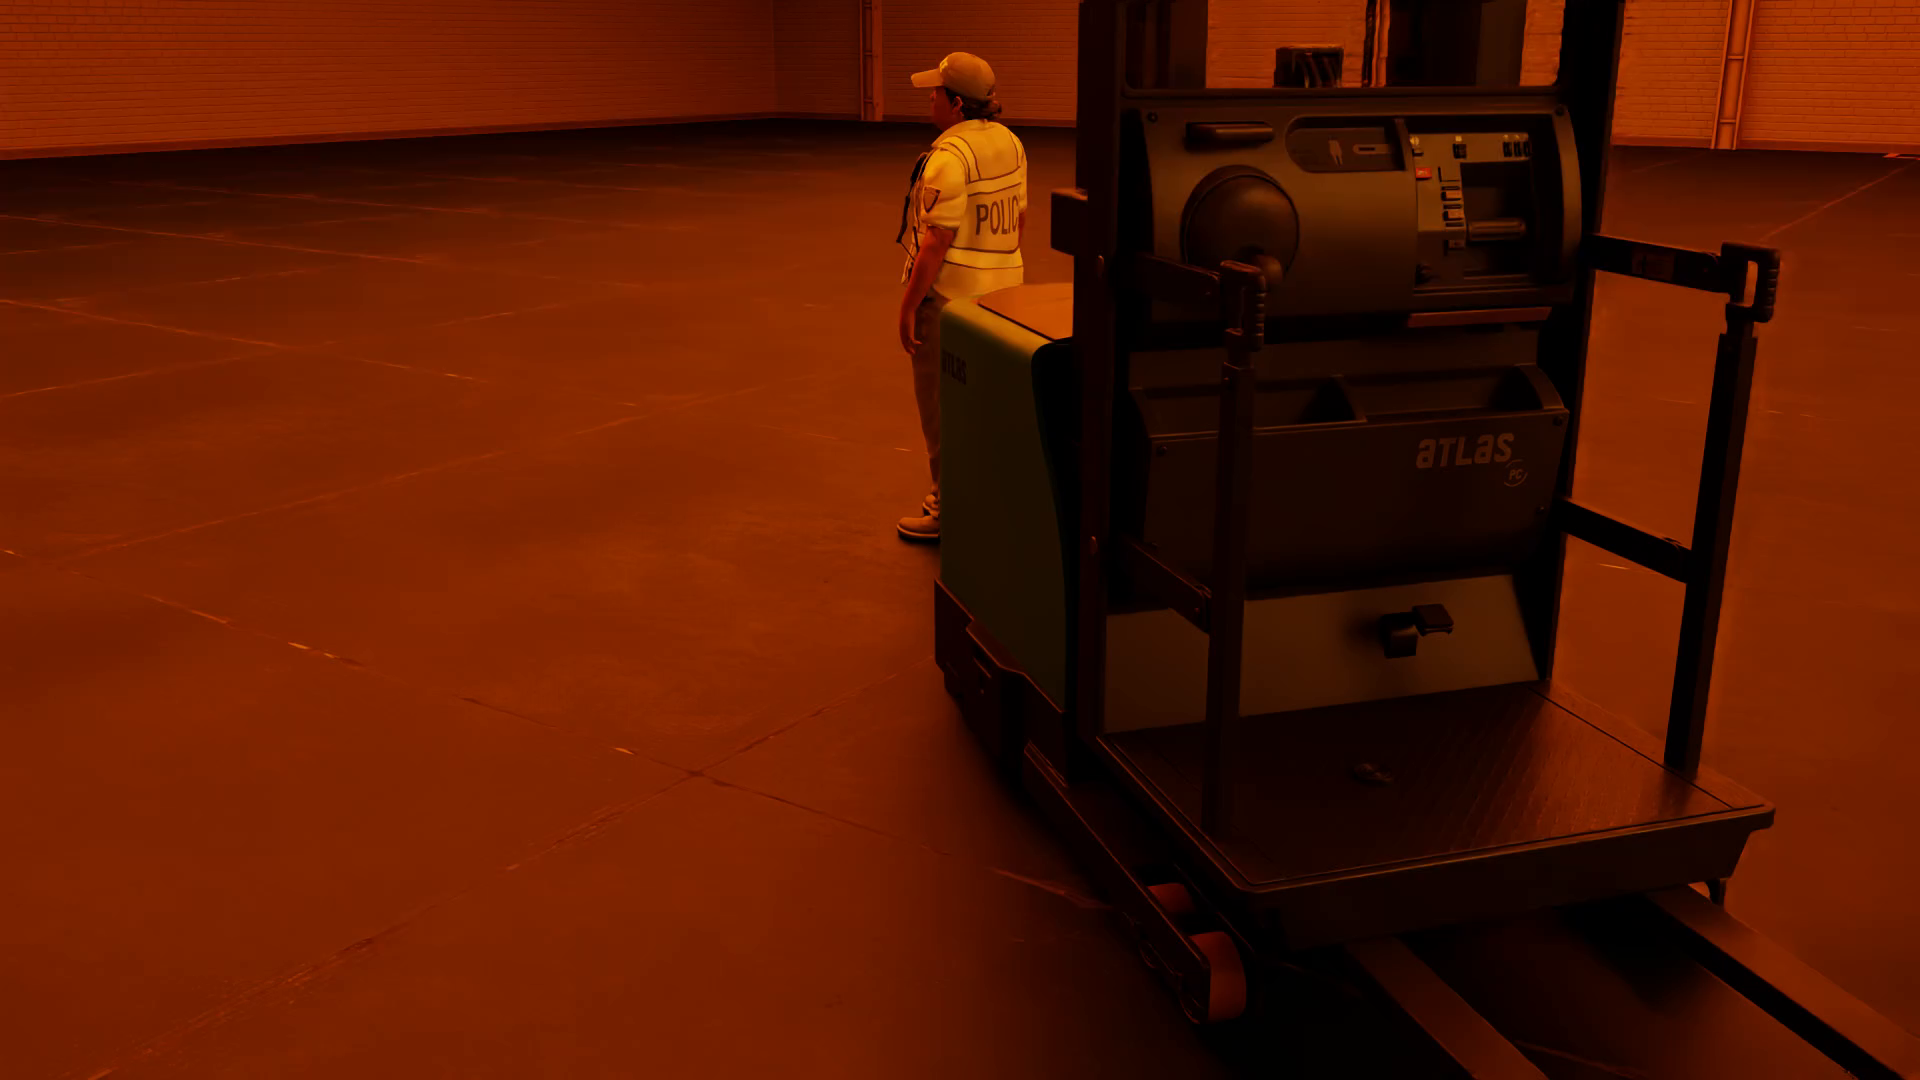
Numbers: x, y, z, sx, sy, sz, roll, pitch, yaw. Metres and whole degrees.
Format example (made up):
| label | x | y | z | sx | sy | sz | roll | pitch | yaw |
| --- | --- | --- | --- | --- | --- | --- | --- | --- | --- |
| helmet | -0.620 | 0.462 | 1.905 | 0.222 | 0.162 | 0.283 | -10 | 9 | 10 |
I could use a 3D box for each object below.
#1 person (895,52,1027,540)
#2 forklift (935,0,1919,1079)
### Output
| label | x | y | z | sx | sy | sz | roll | pitch | yaw |
| --- | --- | --- | --- | --- | --- | --- | --- | --- | --- |
| person | -0.050 | -0.823 | 5.767 | 0.529 | 1.670 | 0.598 | 11 | 20 | 33 |
| forklift | 0.849 | -0.653 | 3.018 | 1.130 | 2.935 | 3.031 | -5 | 17 | -16 |
